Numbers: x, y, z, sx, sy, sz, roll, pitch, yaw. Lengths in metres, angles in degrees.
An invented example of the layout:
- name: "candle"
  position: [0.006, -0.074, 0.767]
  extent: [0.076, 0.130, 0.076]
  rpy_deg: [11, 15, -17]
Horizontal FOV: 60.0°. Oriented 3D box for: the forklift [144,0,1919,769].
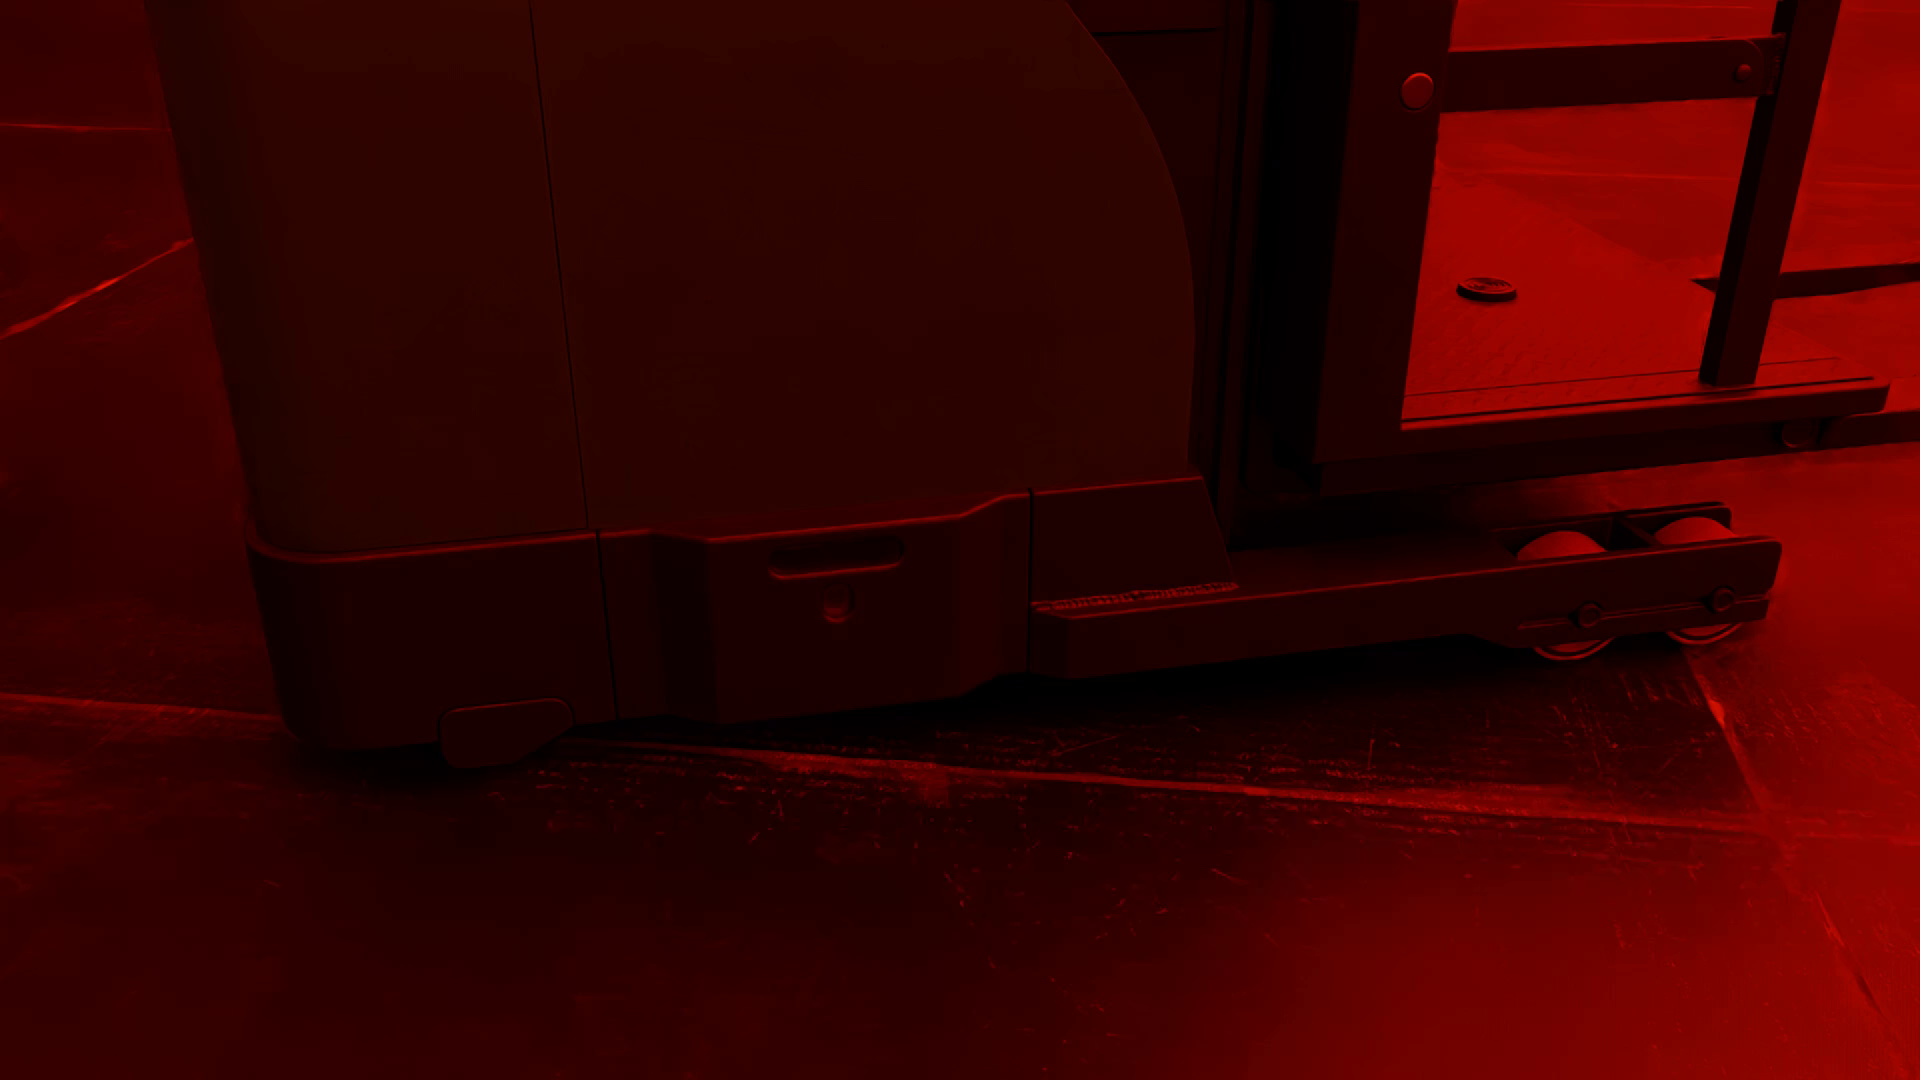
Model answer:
- name: "forklift"
  position: [0.598, -1.378, 1.978]
  extent: [3.031, 2.935, 1.130]
  rpy_deg: [-6, 27, -11]
